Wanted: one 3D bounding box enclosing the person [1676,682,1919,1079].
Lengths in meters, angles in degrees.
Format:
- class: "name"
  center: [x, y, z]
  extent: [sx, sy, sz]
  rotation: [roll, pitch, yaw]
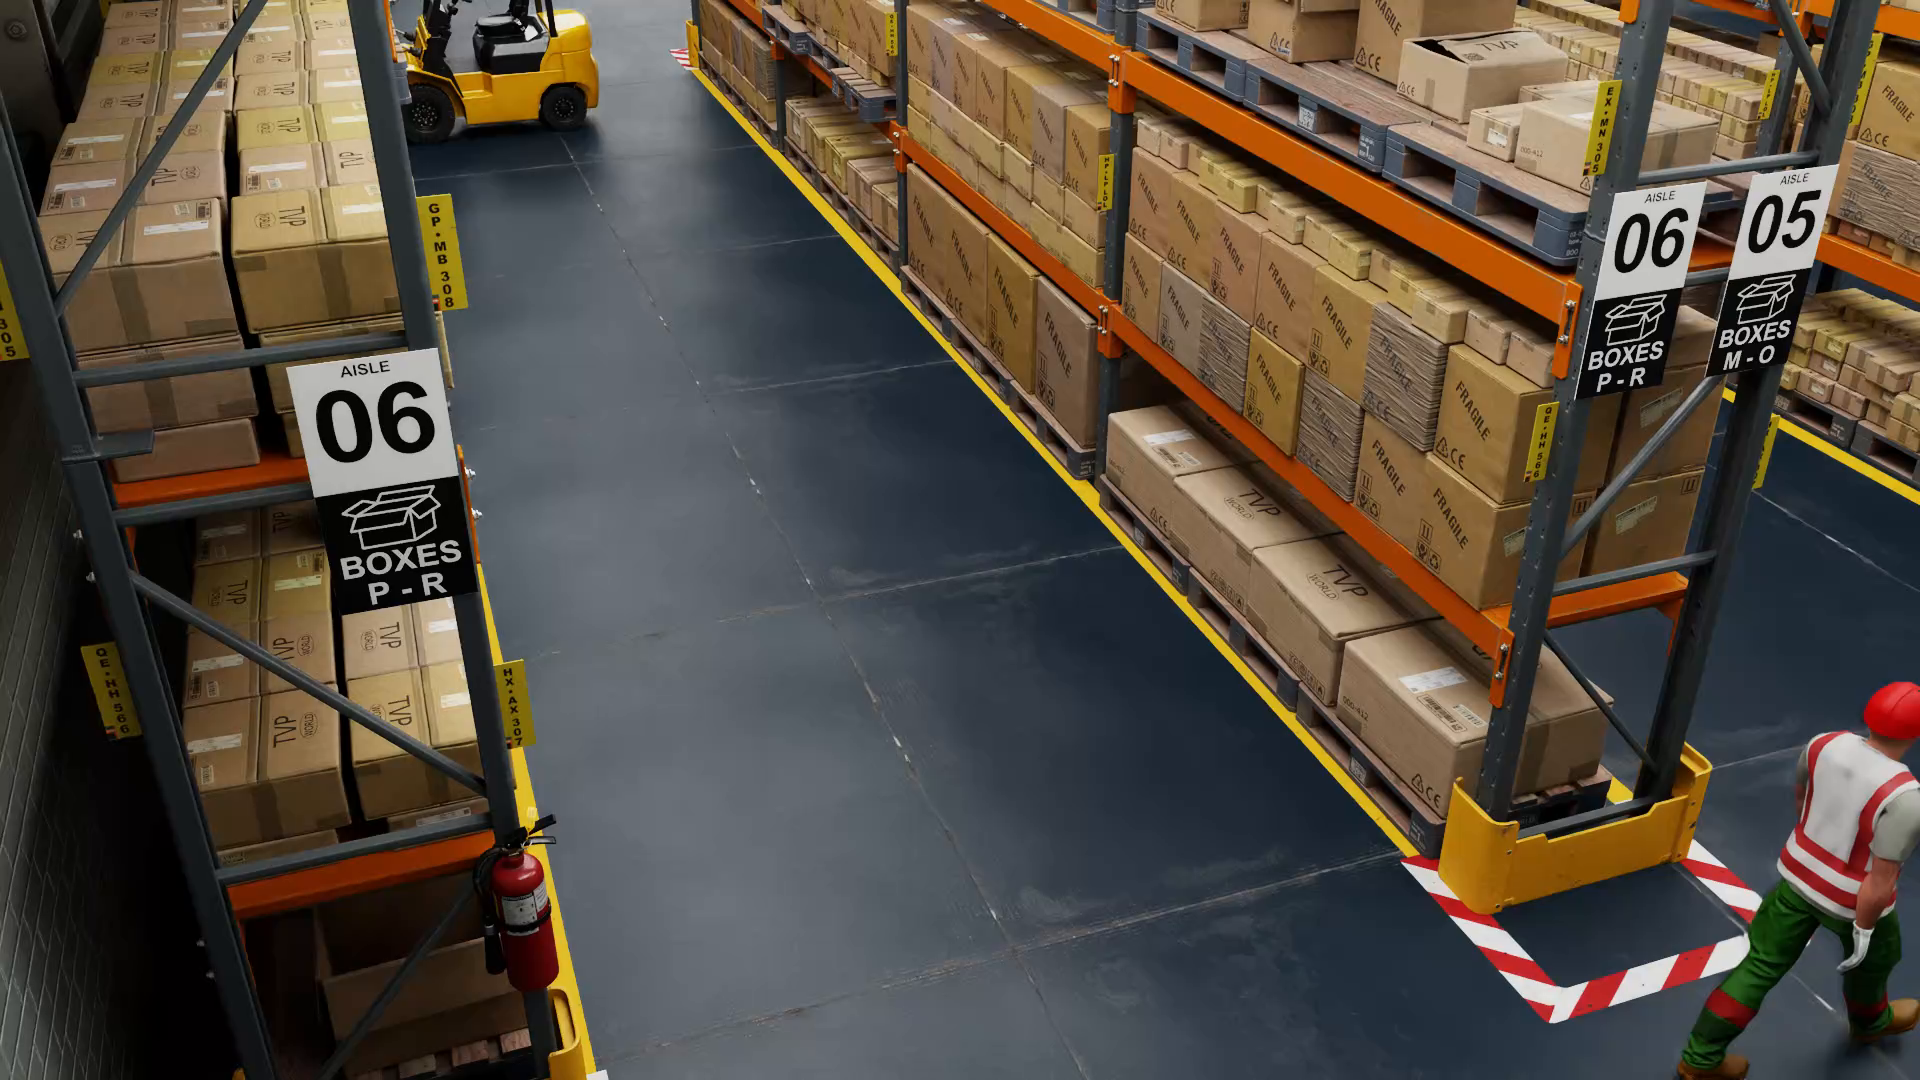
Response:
- class: "person"
  center: [3.250, 1.247, 6.139]
  extent: [1.114, 1.728, 0.552]
  rotation: [-14, 32, -23]
